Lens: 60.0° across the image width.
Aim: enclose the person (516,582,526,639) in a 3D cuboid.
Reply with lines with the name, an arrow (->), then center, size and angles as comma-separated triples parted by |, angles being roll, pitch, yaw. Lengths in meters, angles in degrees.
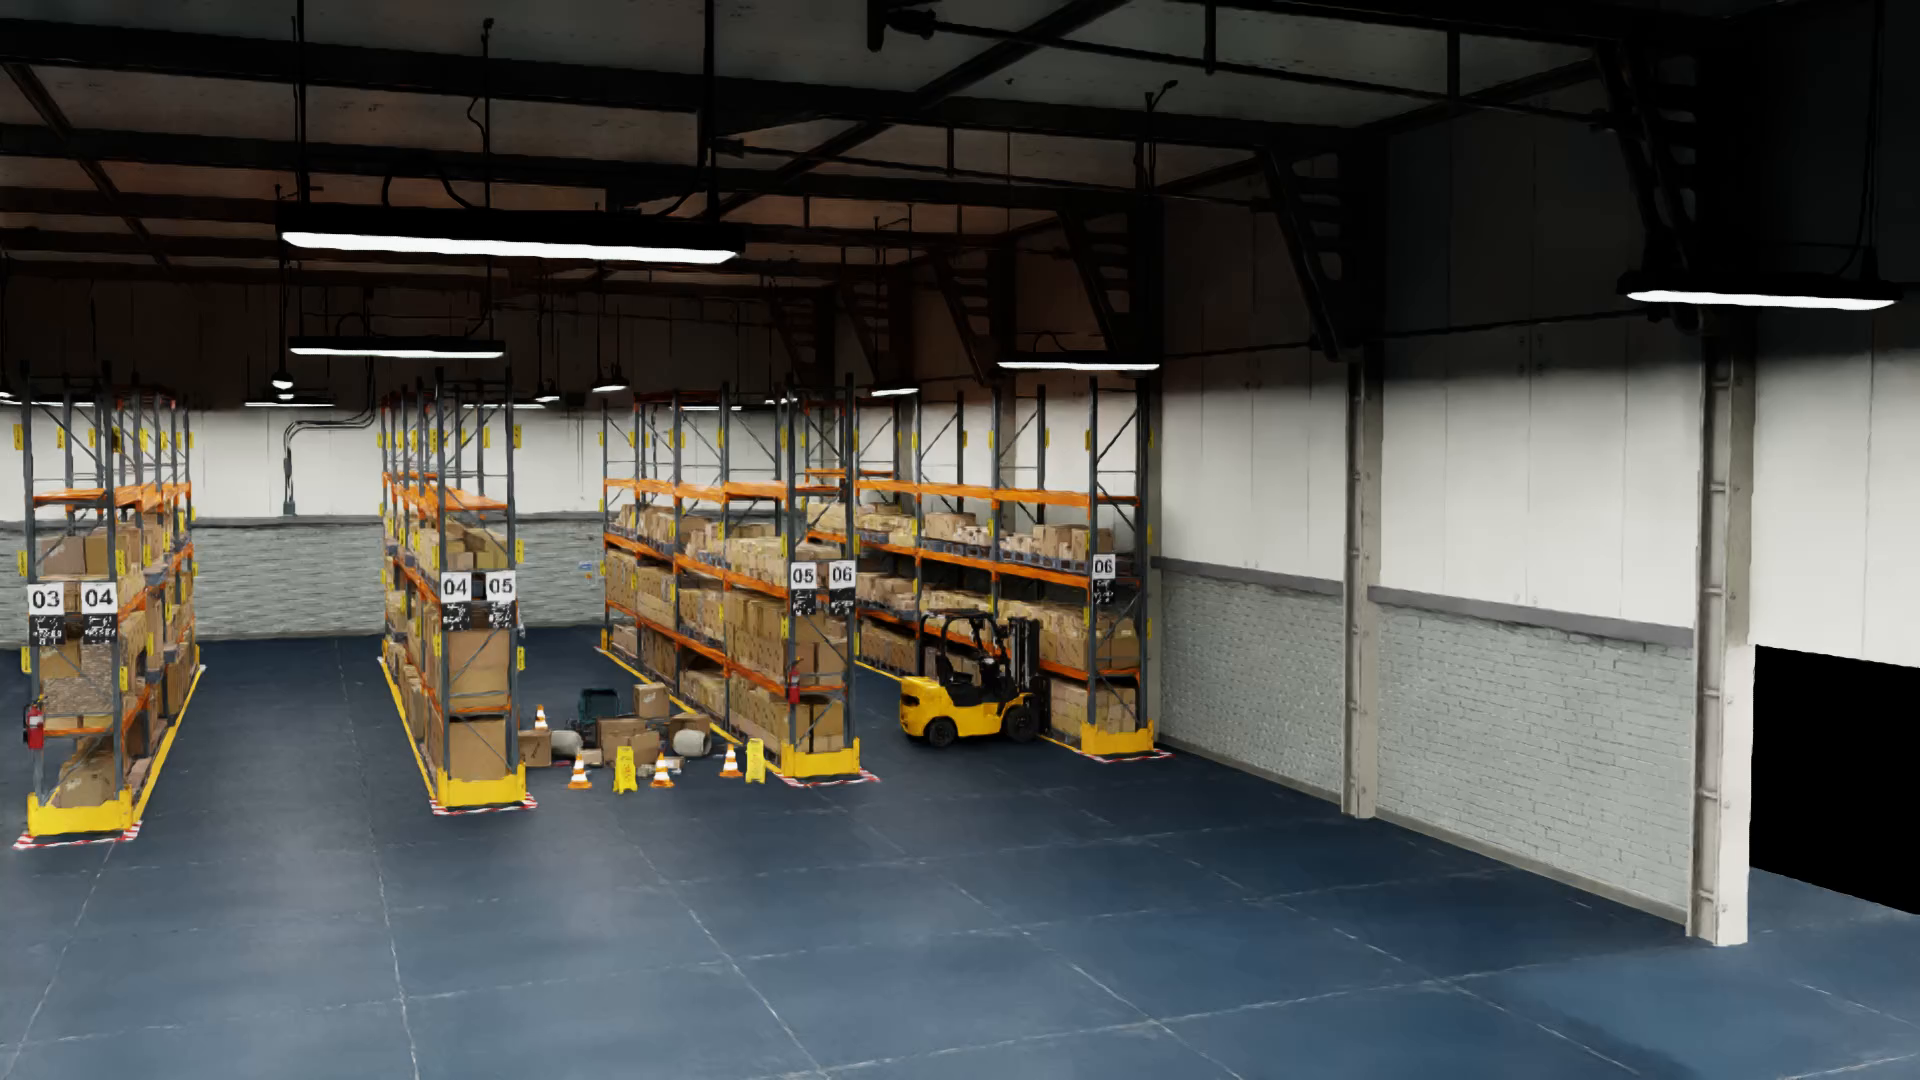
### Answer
person -> -11.200, 1.626, 41.471 | 0.554, 1.785, 0.714 | 3, 4, 37
